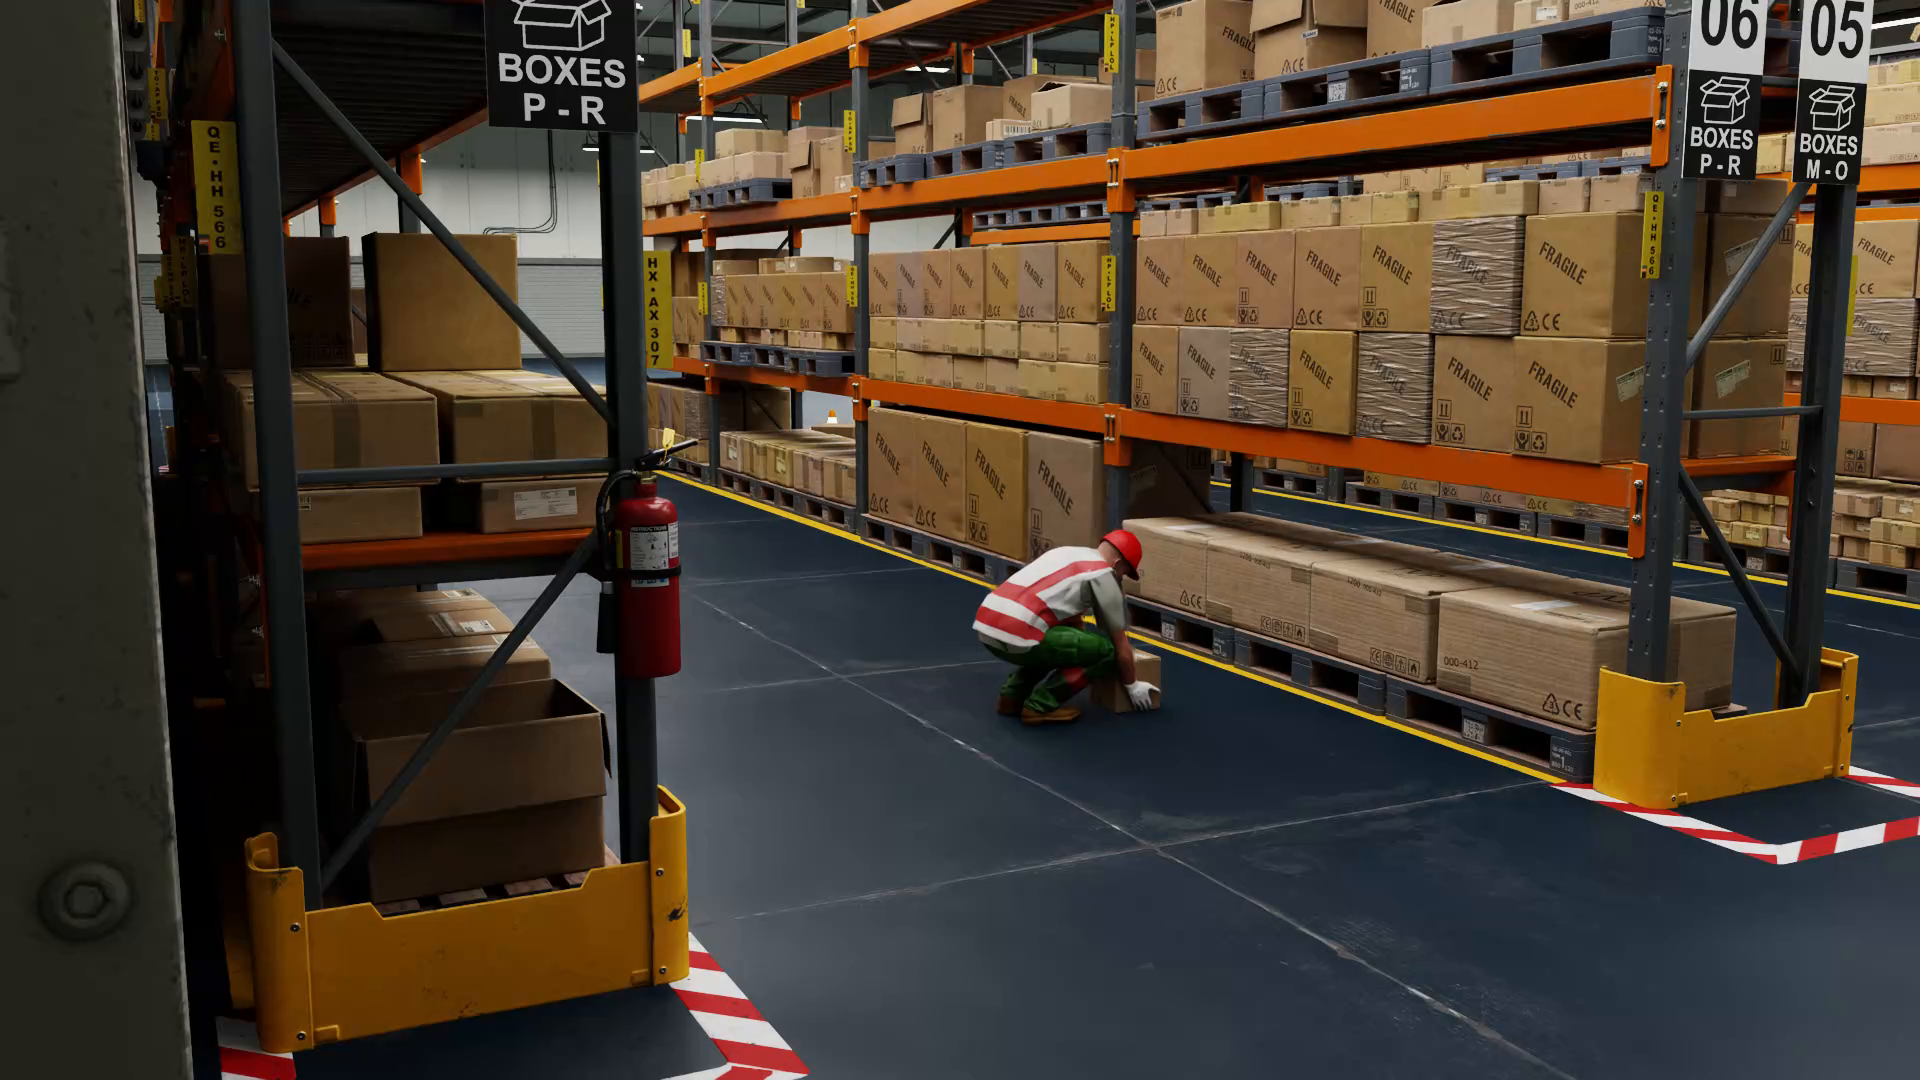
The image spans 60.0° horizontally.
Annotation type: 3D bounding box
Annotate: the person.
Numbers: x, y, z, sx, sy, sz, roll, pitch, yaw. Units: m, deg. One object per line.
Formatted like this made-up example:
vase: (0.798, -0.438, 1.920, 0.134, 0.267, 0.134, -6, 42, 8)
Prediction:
person: (0.517, 0.341, 7.890, 0.948, 0.969, 0.532, -5, 10, -29)
